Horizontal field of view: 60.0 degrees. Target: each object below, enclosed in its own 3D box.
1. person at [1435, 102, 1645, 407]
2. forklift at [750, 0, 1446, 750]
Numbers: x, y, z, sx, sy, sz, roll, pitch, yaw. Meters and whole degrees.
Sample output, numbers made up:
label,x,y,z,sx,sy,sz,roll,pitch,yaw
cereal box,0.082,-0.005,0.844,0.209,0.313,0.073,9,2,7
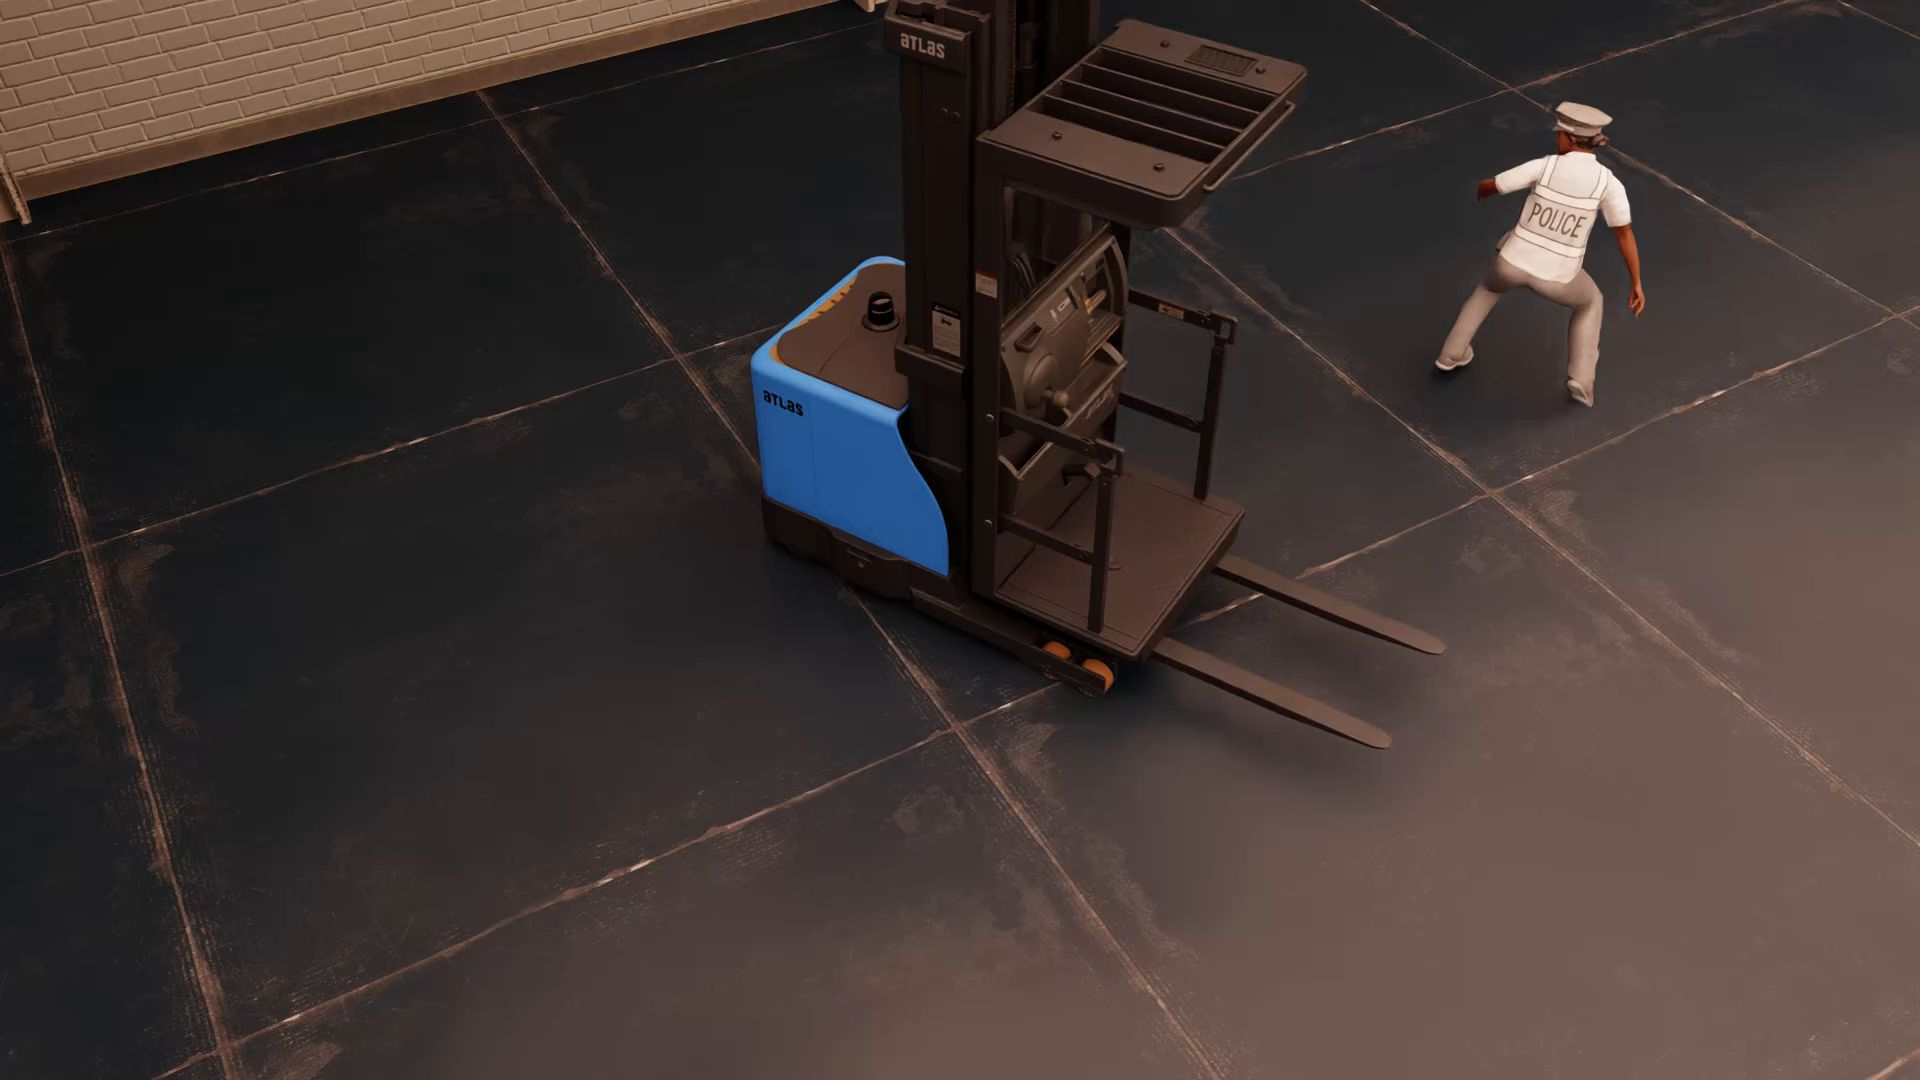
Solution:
label,x,y,z,sx,sy,sz,roll,pitch,yaw
person,2.955,-1.362,8.289,0.956,1.587,0.540,21,47,21
forklift,0.601,-0.817,6.579,3.031,2.935,1.130,23,48,23
